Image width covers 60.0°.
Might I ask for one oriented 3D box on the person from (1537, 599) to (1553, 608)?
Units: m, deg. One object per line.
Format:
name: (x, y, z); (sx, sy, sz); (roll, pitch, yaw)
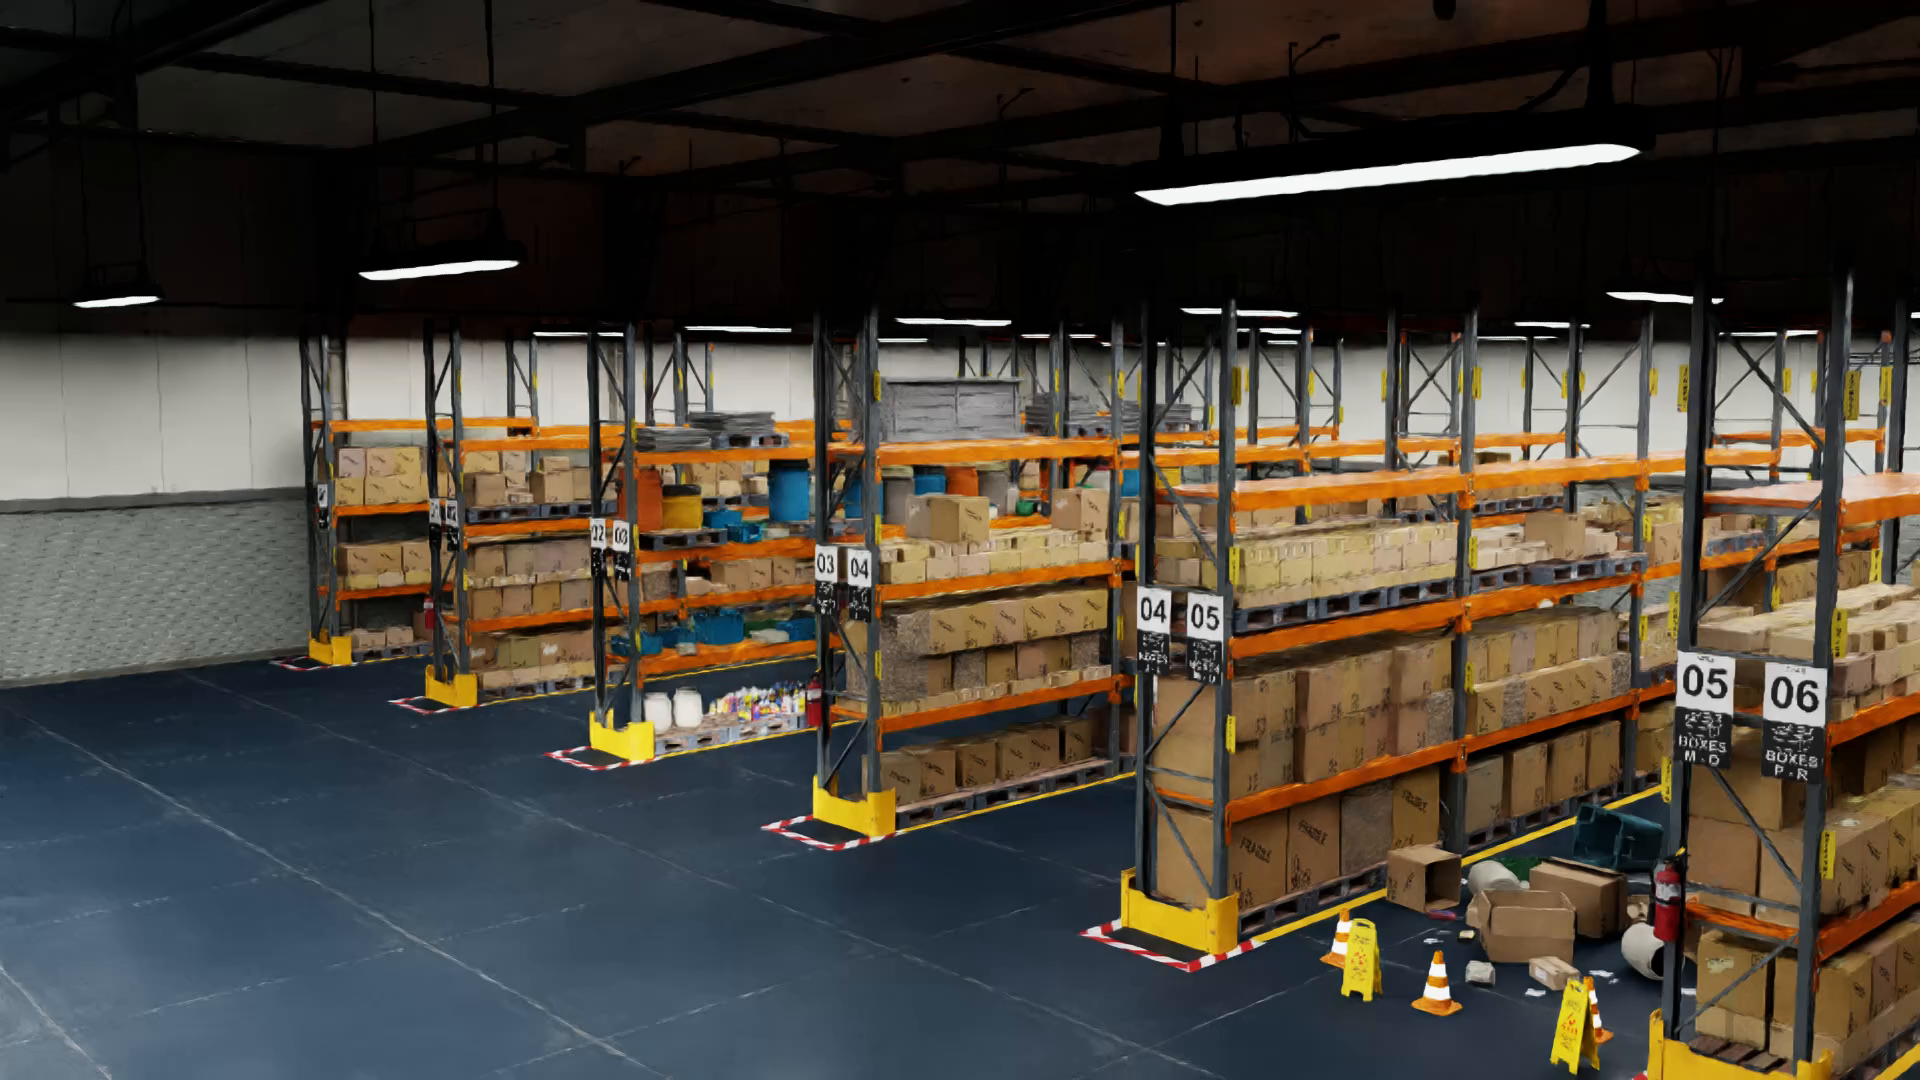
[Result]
person: (8.953, 1.738, 25.425); (1.122, 1.704, 0.566); (-5, 8, -40)

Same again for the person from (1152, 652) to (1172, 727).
person: (2.477, 2.239, 20.238); (0.475, 1.761, 0.595); (2, 6, 16)
